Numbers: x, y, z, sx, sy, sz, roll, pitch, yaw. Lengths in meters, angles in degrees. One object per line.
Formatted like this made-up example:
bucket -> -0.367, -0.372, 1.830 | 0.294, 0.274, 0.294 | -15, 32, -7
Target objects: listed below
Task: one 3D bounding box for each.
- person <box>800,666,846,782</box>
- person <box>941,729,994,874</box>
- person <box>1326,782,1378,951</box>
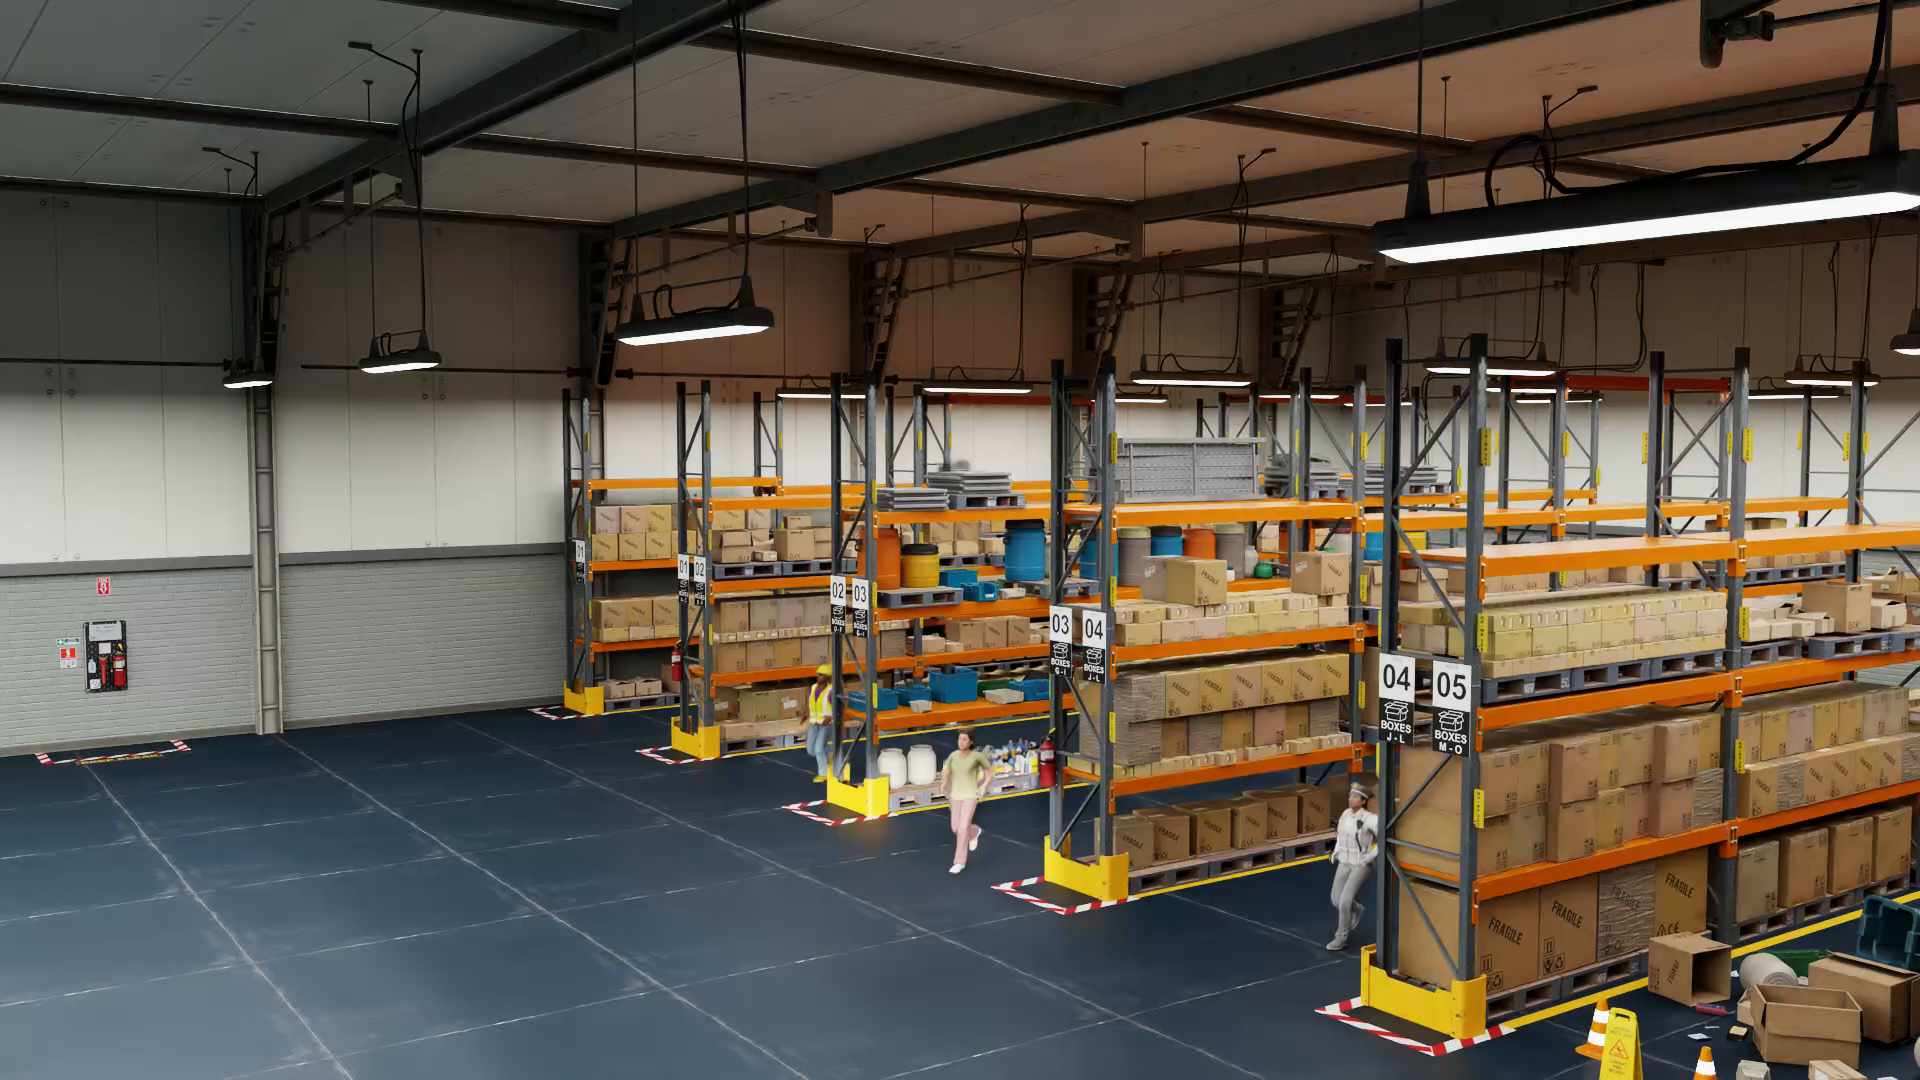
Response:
person -> -2.017, 2.723, 24.776 | 0.705, 1.722, 0.585 | 3, 4, 34
person -> 0.082, 3.071, 19.811 | 0.595, 1.654, 0.834 | 2, 4, 24
person -> 3.957, 3.272, 16.746 | 0.677, 1.642, 0.623 | -3, 5, -37
